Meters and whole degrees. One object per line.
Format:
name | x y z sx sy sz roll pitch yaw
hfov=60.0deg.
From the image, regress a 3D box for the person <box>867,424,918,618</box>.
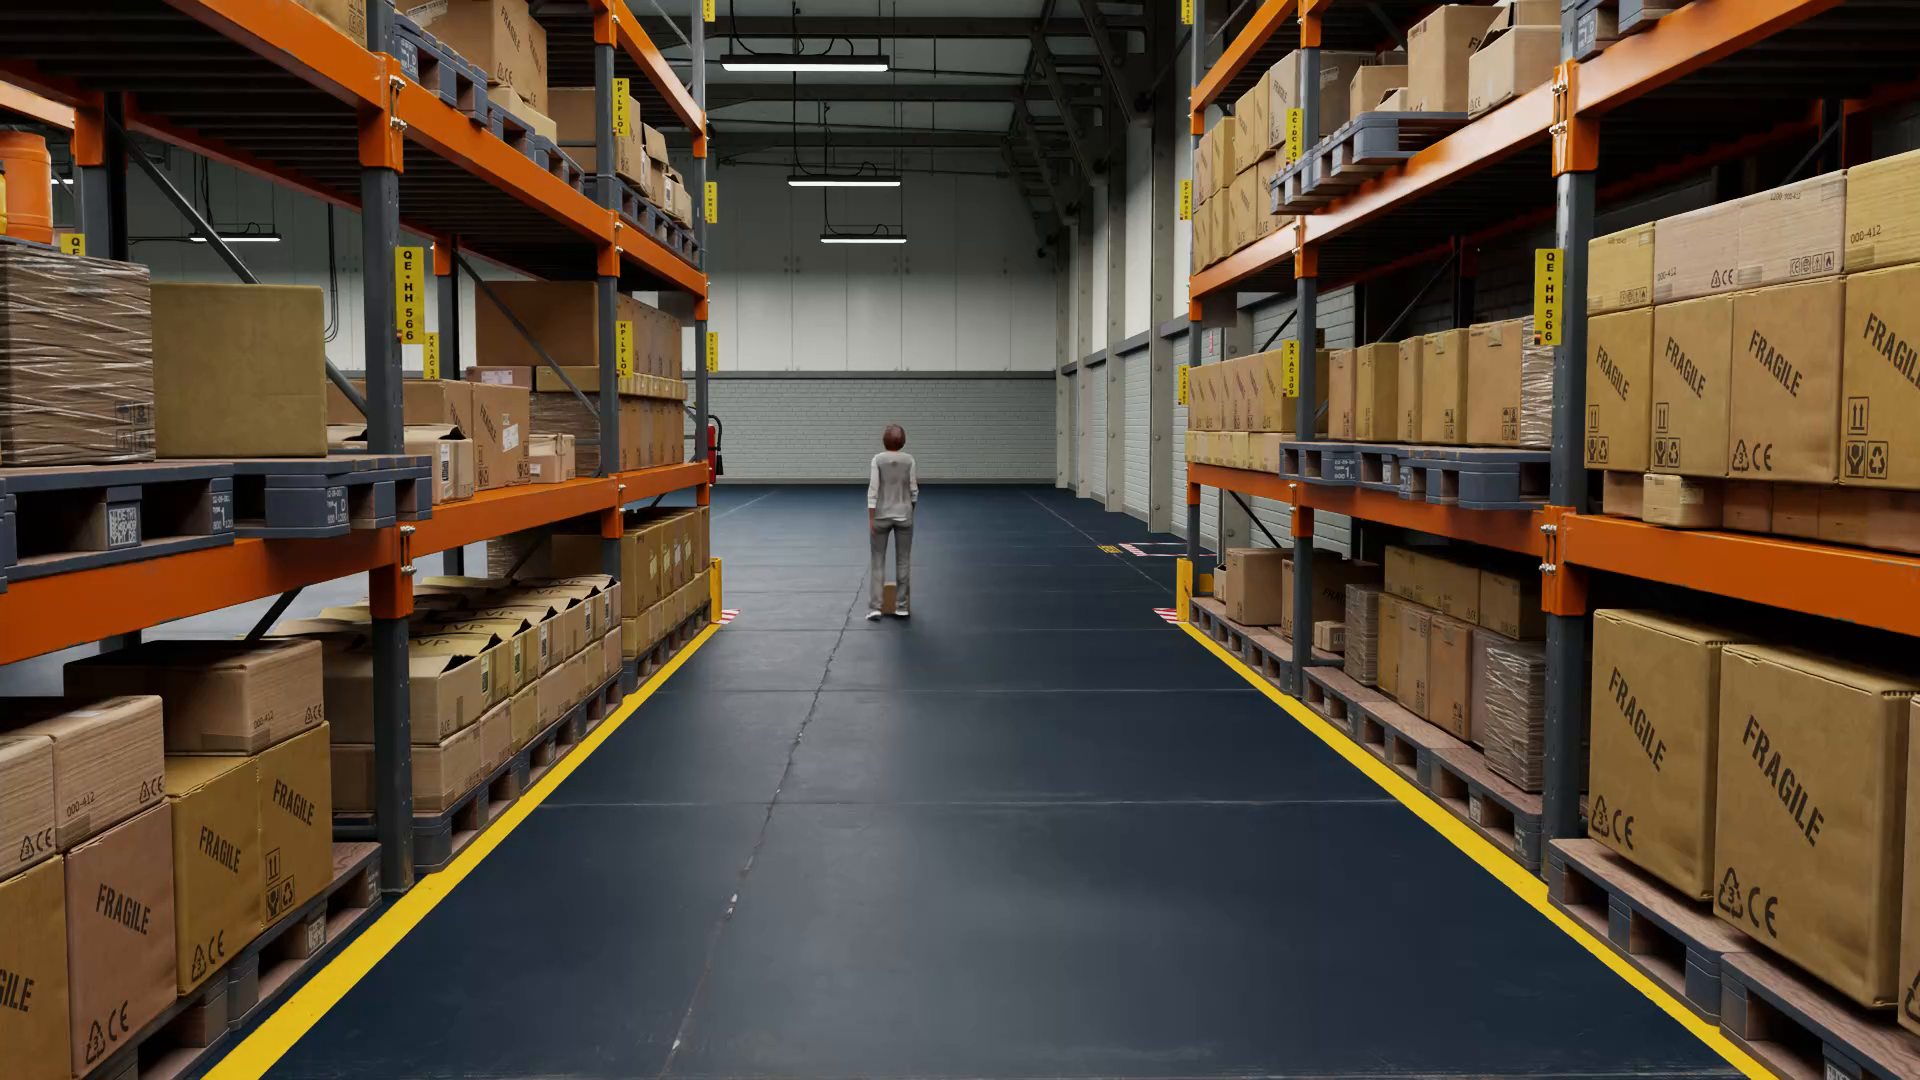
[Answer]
person | -0.562 -0.150 13.781 0.433 1.623 0.417 -1 4 -8
